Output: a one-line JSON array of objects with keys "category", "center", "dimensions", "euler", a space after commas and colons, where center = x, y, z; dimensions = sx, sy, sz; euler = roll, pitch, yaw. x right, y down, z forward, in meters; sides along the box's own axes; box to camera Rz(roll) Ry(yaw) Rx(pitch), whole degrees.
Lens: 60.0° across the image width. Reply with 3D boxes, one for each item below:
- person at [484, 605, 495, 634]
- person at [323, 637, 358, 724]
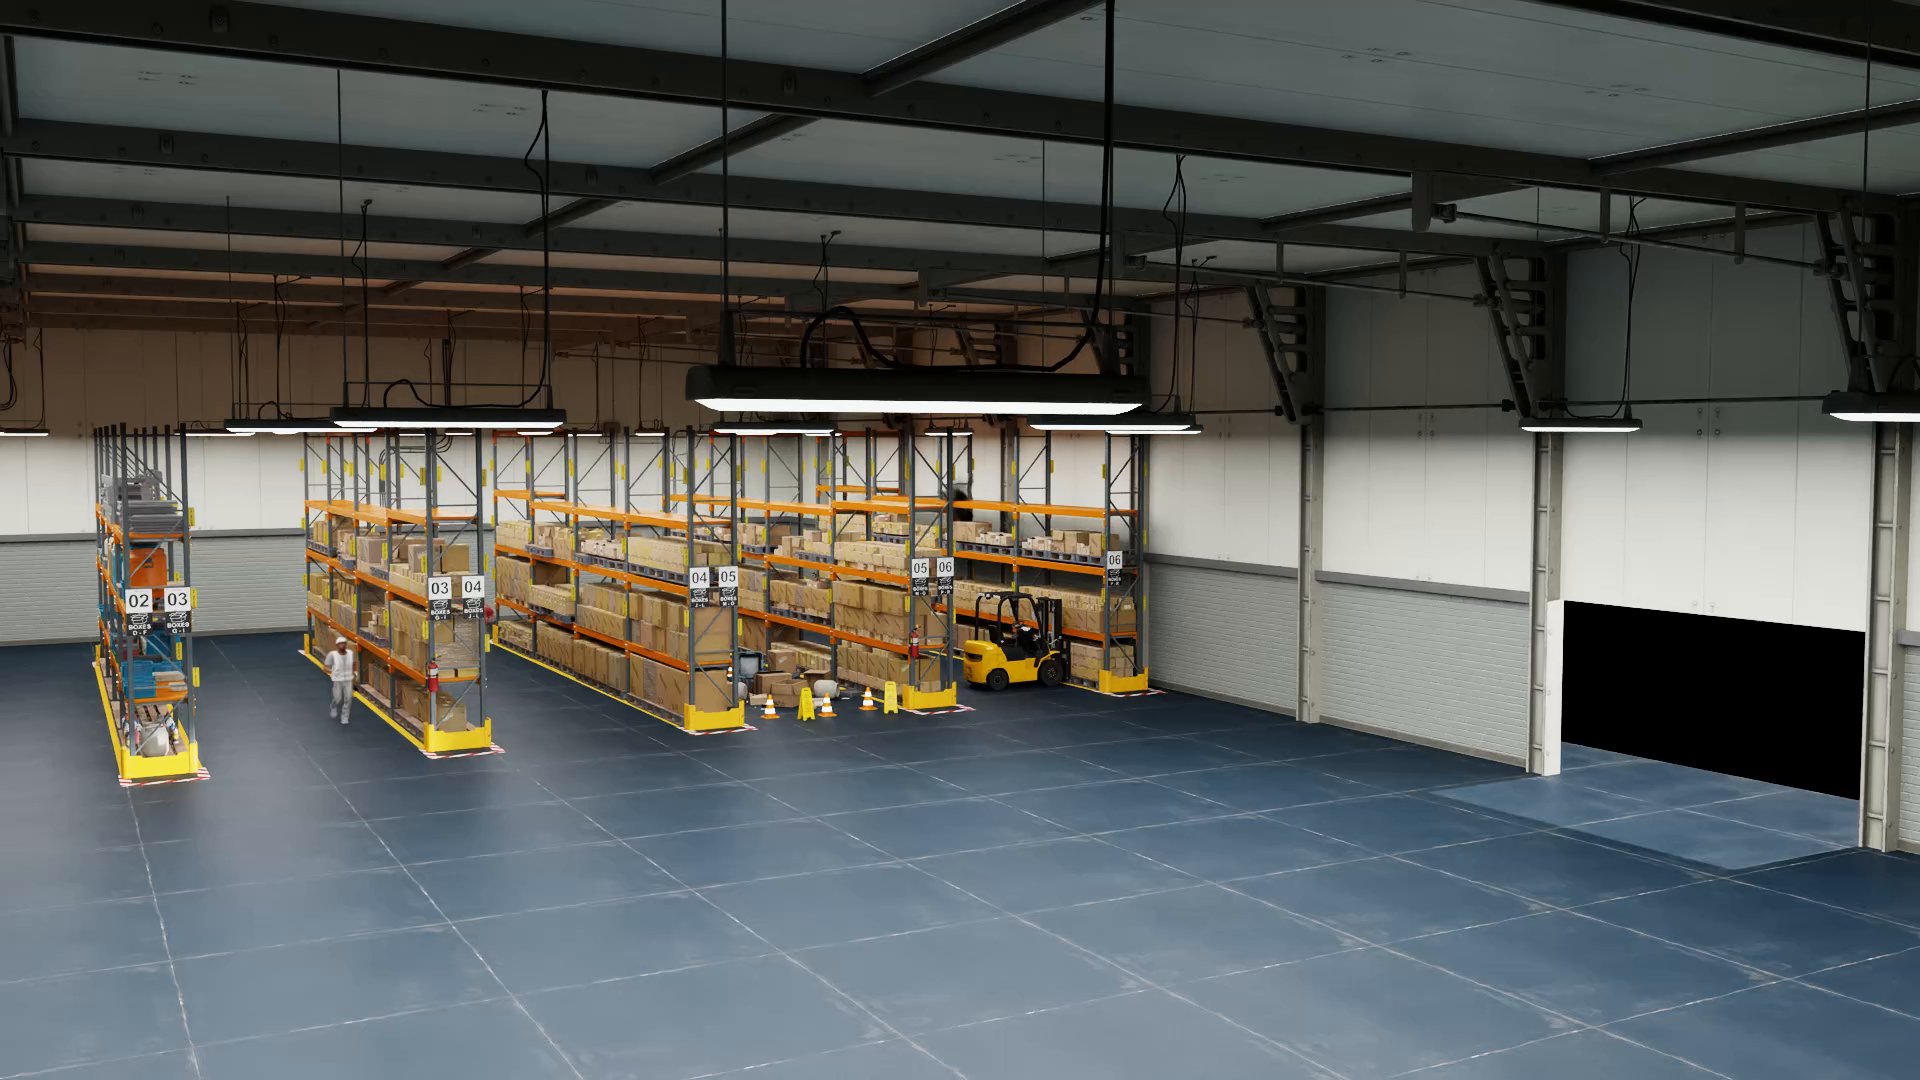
[{"category": "person", "center": [-12.263, 2.297, 42.631], "dimensions": [0.652, 1.731, 0.870], "euler": [-1, 4, -17]}, {"category": "person", "center": [-12.449, 2.821, 33.481], "dimensions": [0.687, 1.743, 0.704], "euler": [-3, 4, -38]}]
